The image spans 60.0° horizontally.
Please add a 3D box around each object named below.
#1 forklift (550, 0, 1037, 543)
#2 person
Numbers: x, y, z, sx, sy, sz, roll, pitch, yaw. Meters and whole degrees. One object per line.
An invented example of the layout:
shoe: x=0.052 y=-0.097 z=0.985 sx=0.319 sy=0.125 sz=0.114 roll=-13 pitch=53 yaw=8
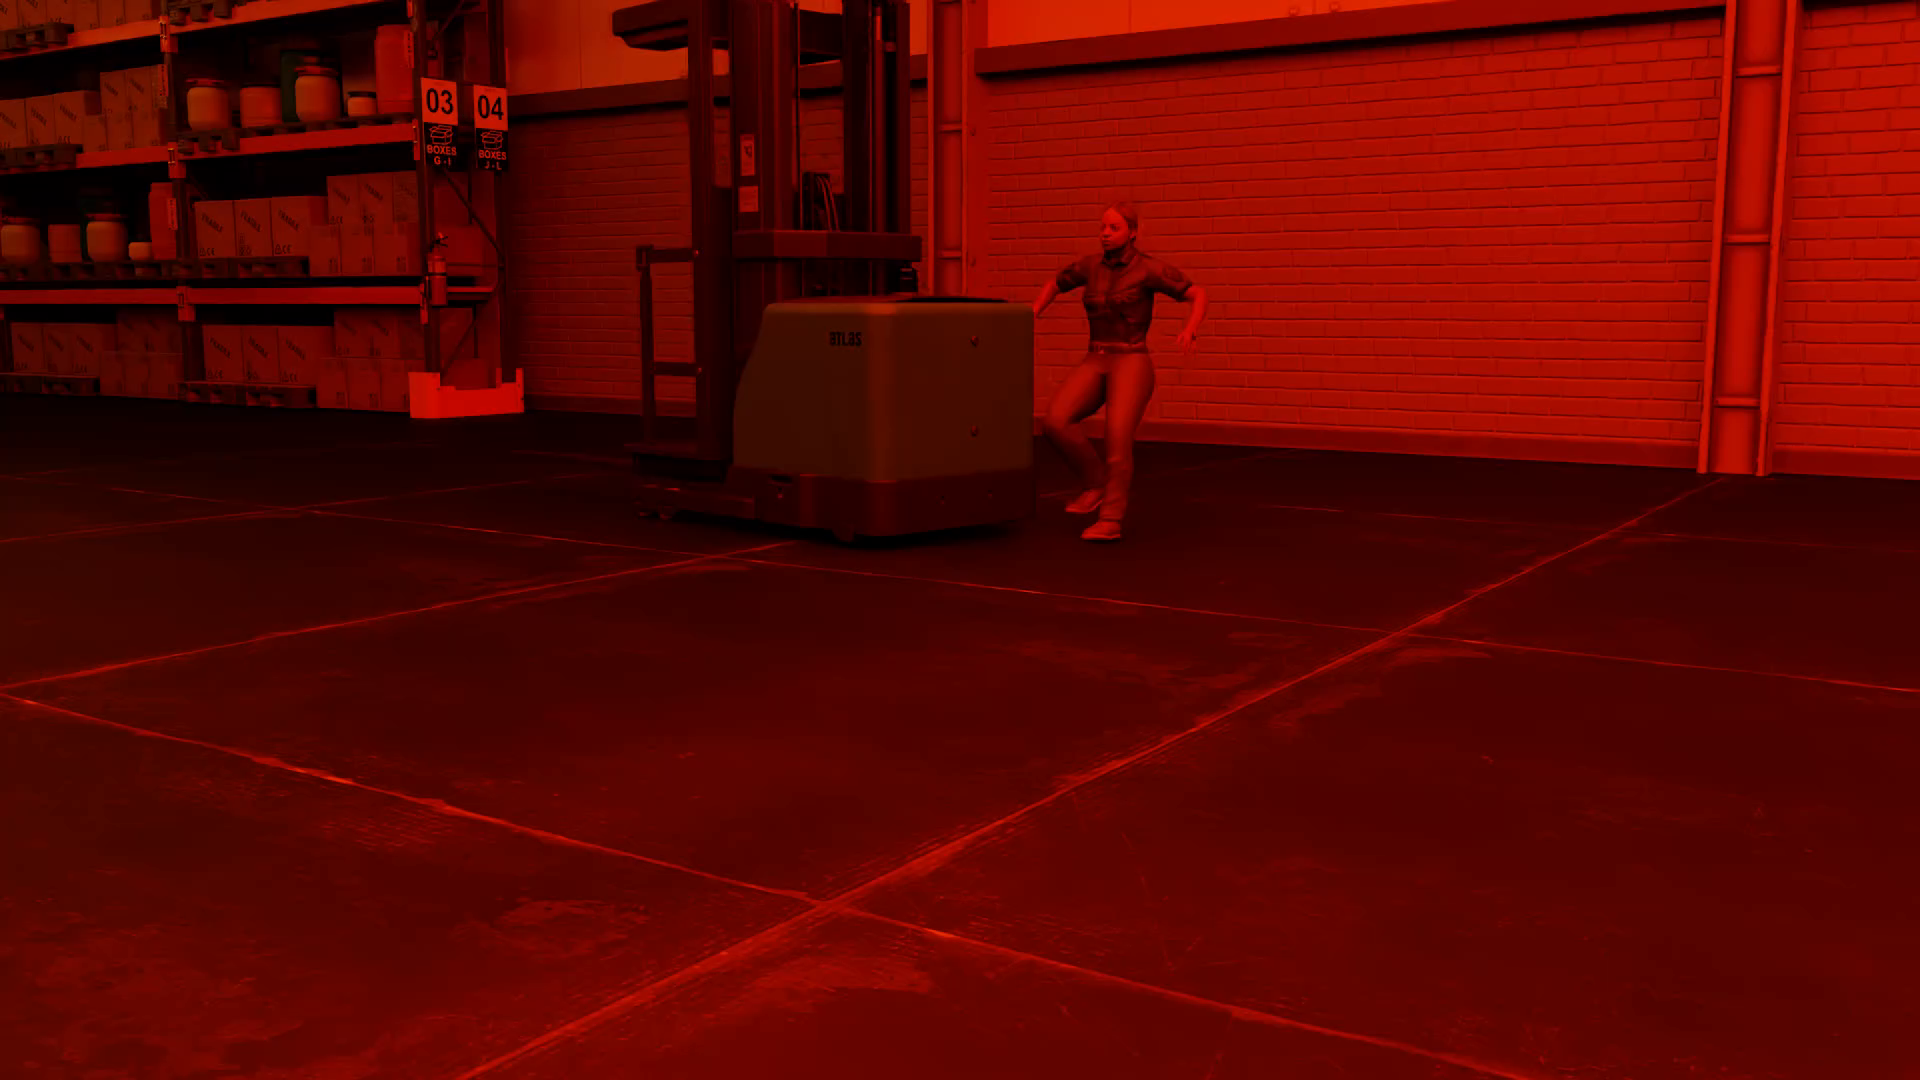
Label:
forklift: x=-1.026 y=-1.593 z=8.397 sx=1.130 sy=2.935 sz=3.031 roll=-8 pitch=11 yaw=-44
person: x=0.639 y=-0.789 z=7.675 sx=0.946 sy=1.534 sz=0.693 roll=7 pitch=11 yaw=40
